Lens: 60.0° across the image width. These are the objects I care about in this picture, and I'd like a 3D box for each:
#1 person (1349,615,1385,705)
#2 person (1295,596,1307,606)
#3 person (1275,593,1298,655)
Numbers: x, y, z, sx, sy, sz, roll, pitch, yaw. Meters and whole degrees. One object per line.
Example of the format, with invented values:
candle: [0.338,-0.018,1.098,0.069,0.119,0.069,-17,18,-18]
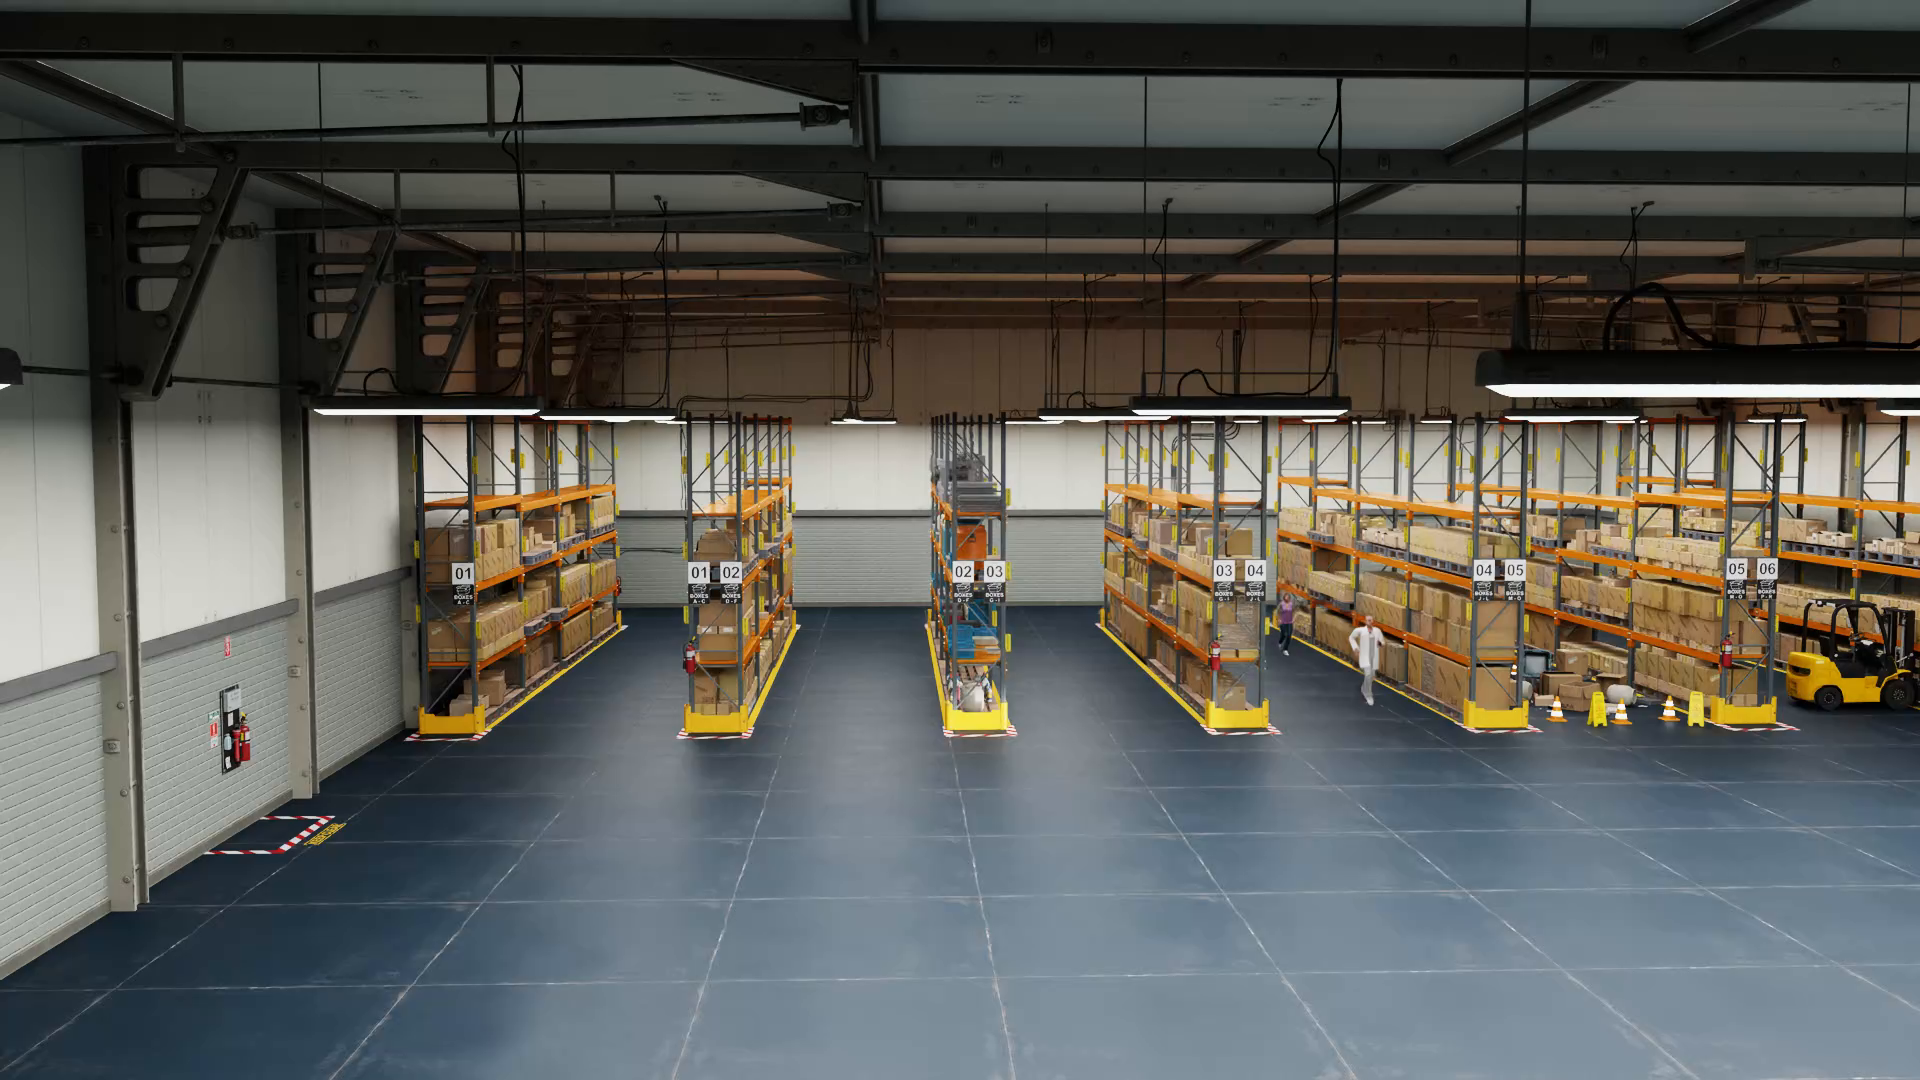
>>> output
person: [8.497,2.473,34.607,0.694,1.823,0.875,-1,4,-9]
person: [10.198,1.619,49.007,0.668,1.555,0.574,0,4,3]
person: [8.219,2.113,41.857,0.554,1.549,0.539,0,4,-2]
